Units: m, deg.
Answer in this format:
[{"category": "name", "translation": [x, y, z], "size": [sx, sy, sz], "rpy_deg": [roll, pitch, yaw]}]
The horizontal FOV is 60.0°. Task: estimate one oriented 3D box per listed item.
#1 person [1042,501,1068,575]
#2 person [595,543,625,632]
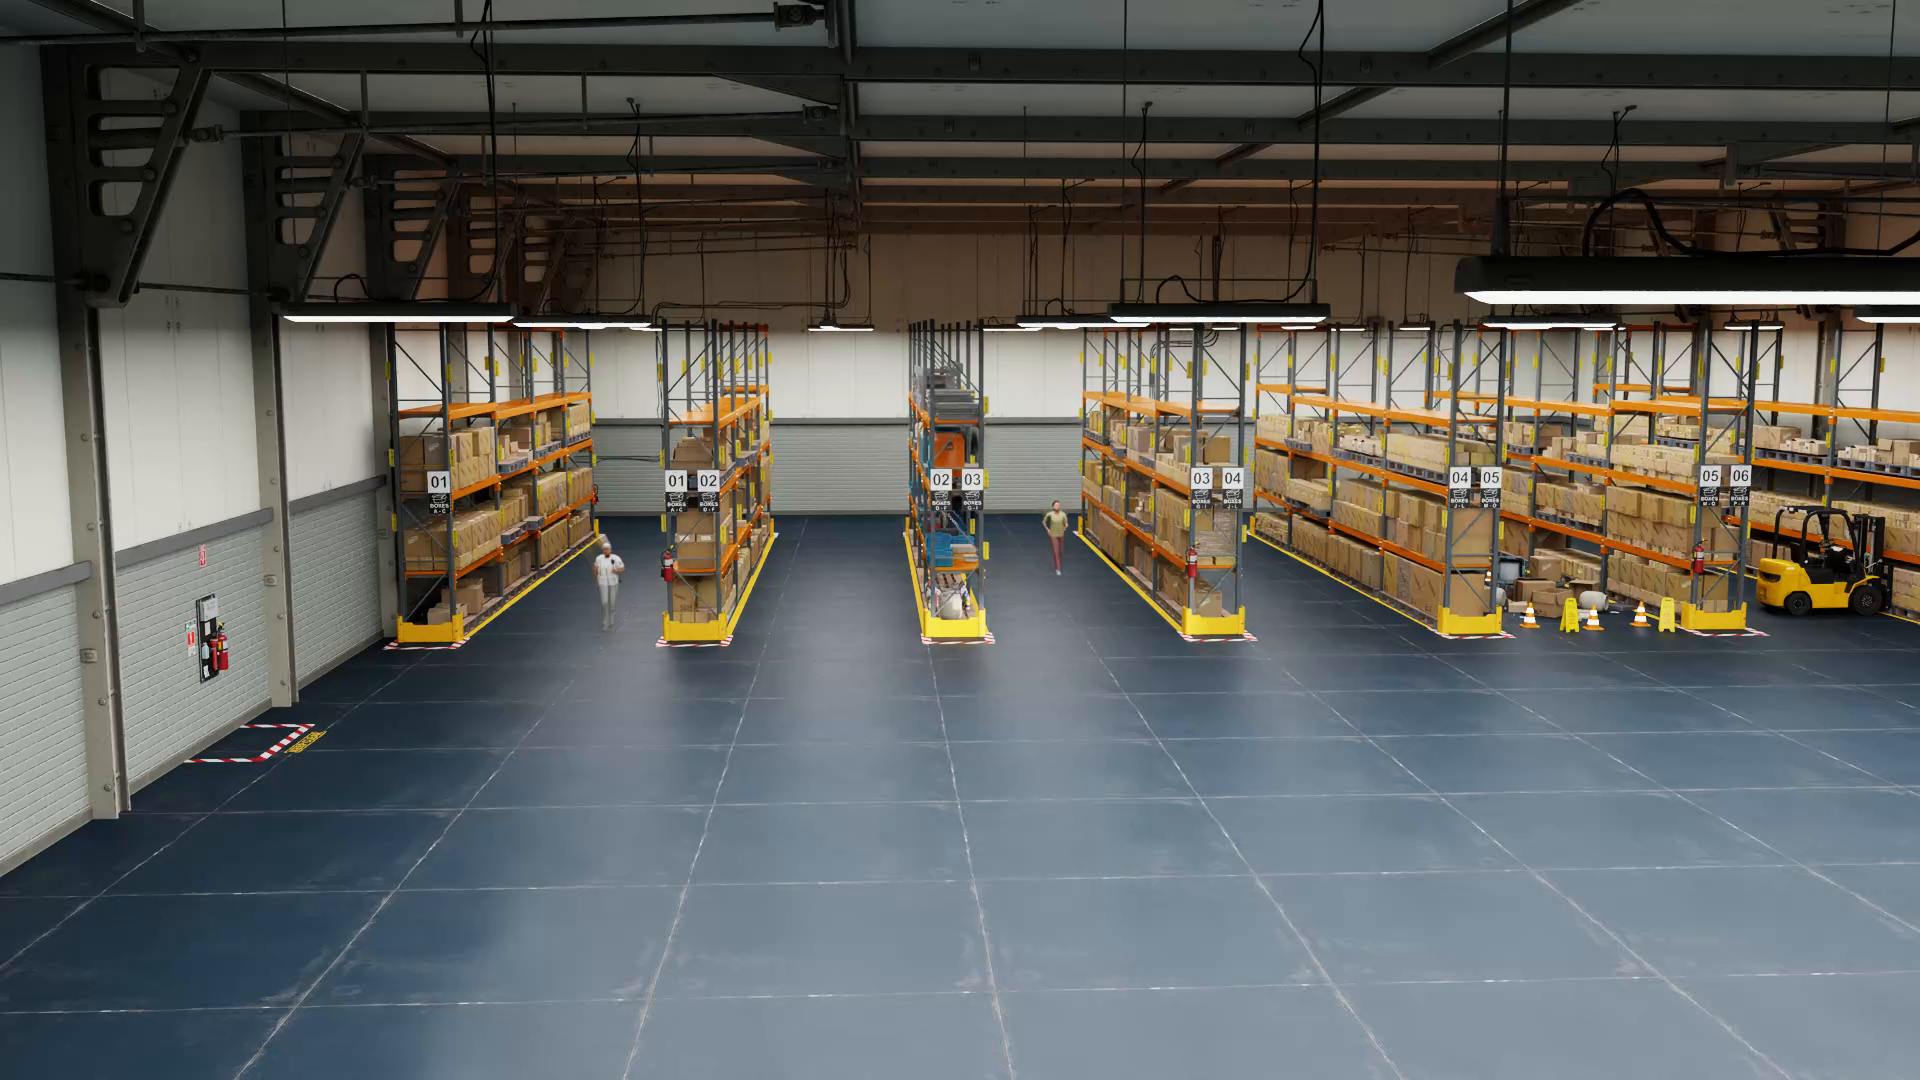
[{"category": "person", "translation": [2.197, -0.059, 37.953], "size": [0.587, 1.654, 0.657], "rpy_deg": [-1, 7, -10]}, {"category": "person", "translation": [-6.832, 0.905, 32.481], "size": [0.581, 1.718, 0.797], "rpy_deg": [-1, 7, -11]}]
